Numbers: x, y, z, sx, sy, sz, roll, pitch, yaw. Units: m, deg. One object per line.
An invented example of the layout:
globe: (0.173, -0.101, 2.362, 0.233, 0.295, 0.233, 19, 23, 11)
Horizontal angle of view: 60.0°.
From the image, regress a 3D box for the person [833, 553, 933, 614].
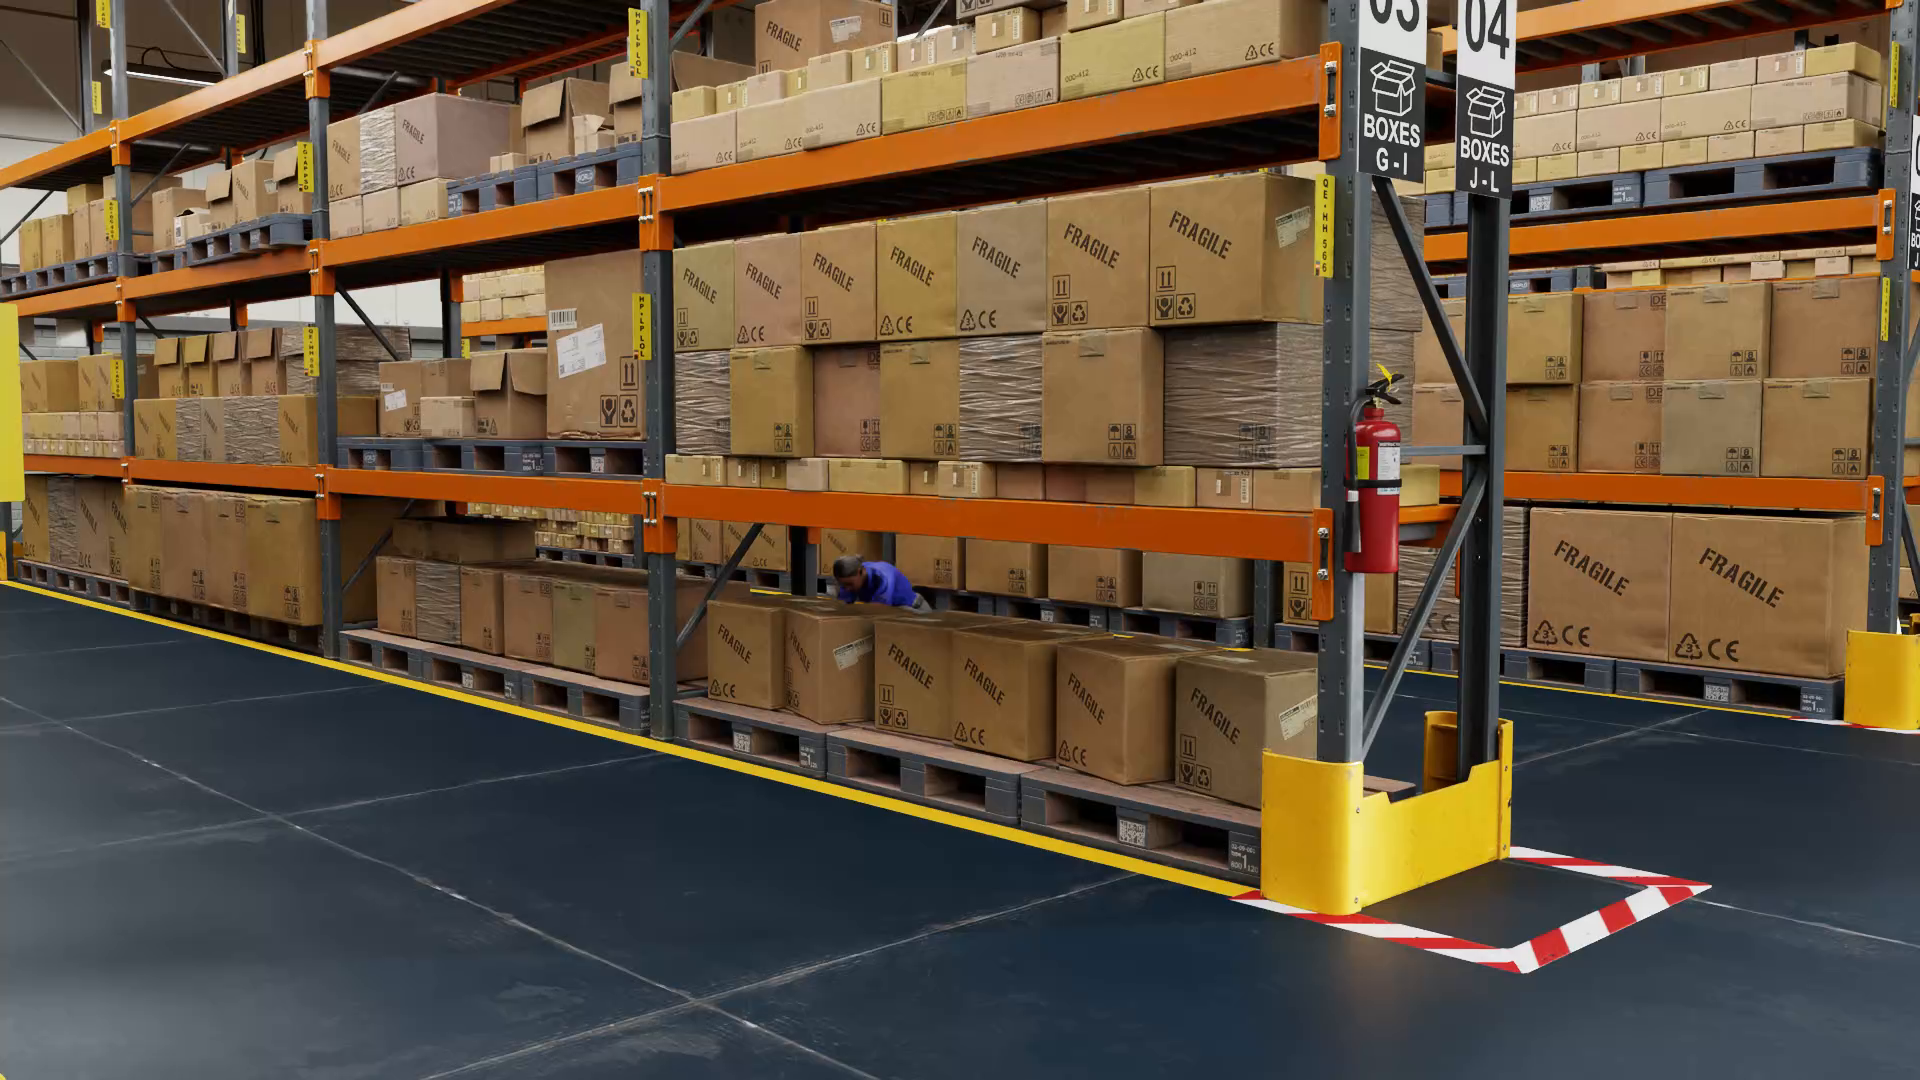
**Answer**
person: (-0.527, 0.473, 10.604, 0.813, 0.810, 0.480, -4, 6, -44)
